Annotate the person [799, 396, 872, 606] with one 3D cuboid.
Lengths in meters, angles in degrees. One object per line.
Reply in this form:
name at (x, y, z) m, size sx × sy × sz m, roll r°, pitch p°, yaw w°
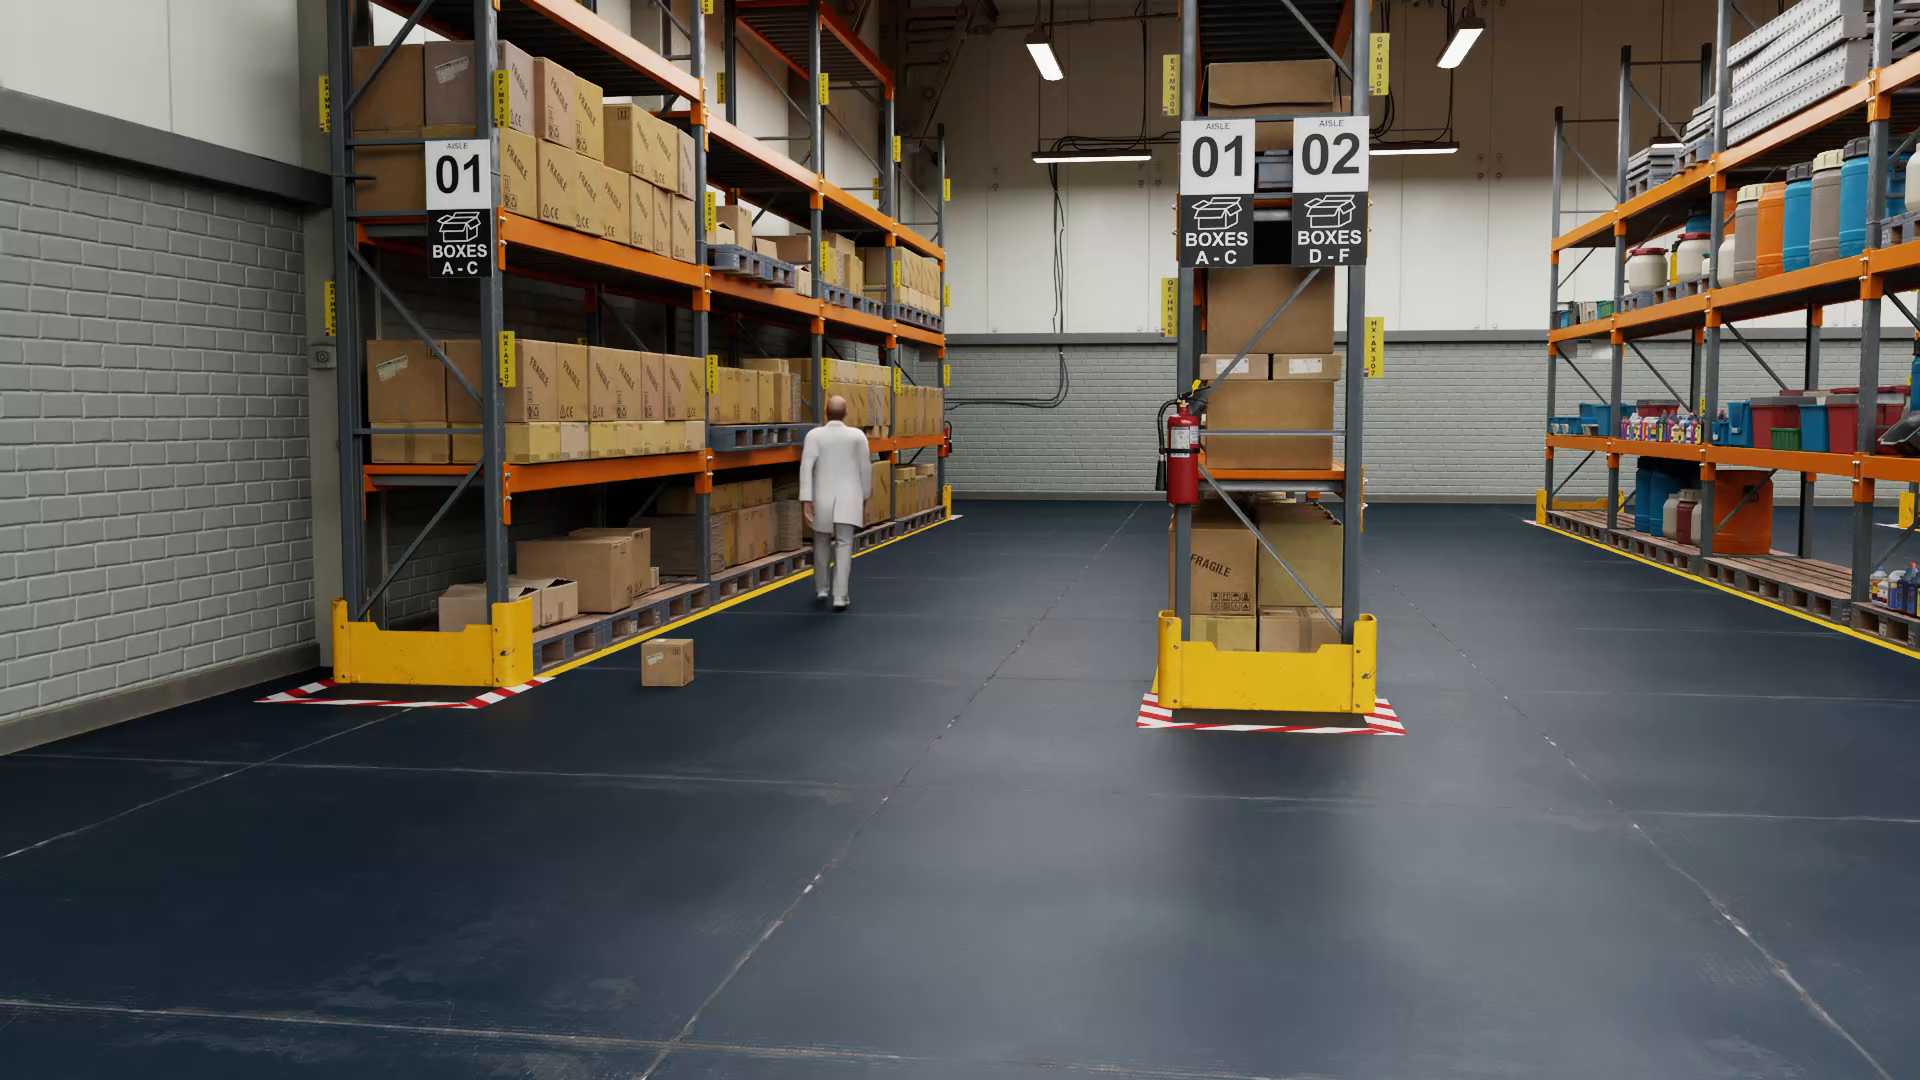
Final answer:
person at (-1.029, -0.344, 13.980) m, size 0.589 × 1.731 × 1.010 m, roll 0°, pitch 4°, yaw 1°
